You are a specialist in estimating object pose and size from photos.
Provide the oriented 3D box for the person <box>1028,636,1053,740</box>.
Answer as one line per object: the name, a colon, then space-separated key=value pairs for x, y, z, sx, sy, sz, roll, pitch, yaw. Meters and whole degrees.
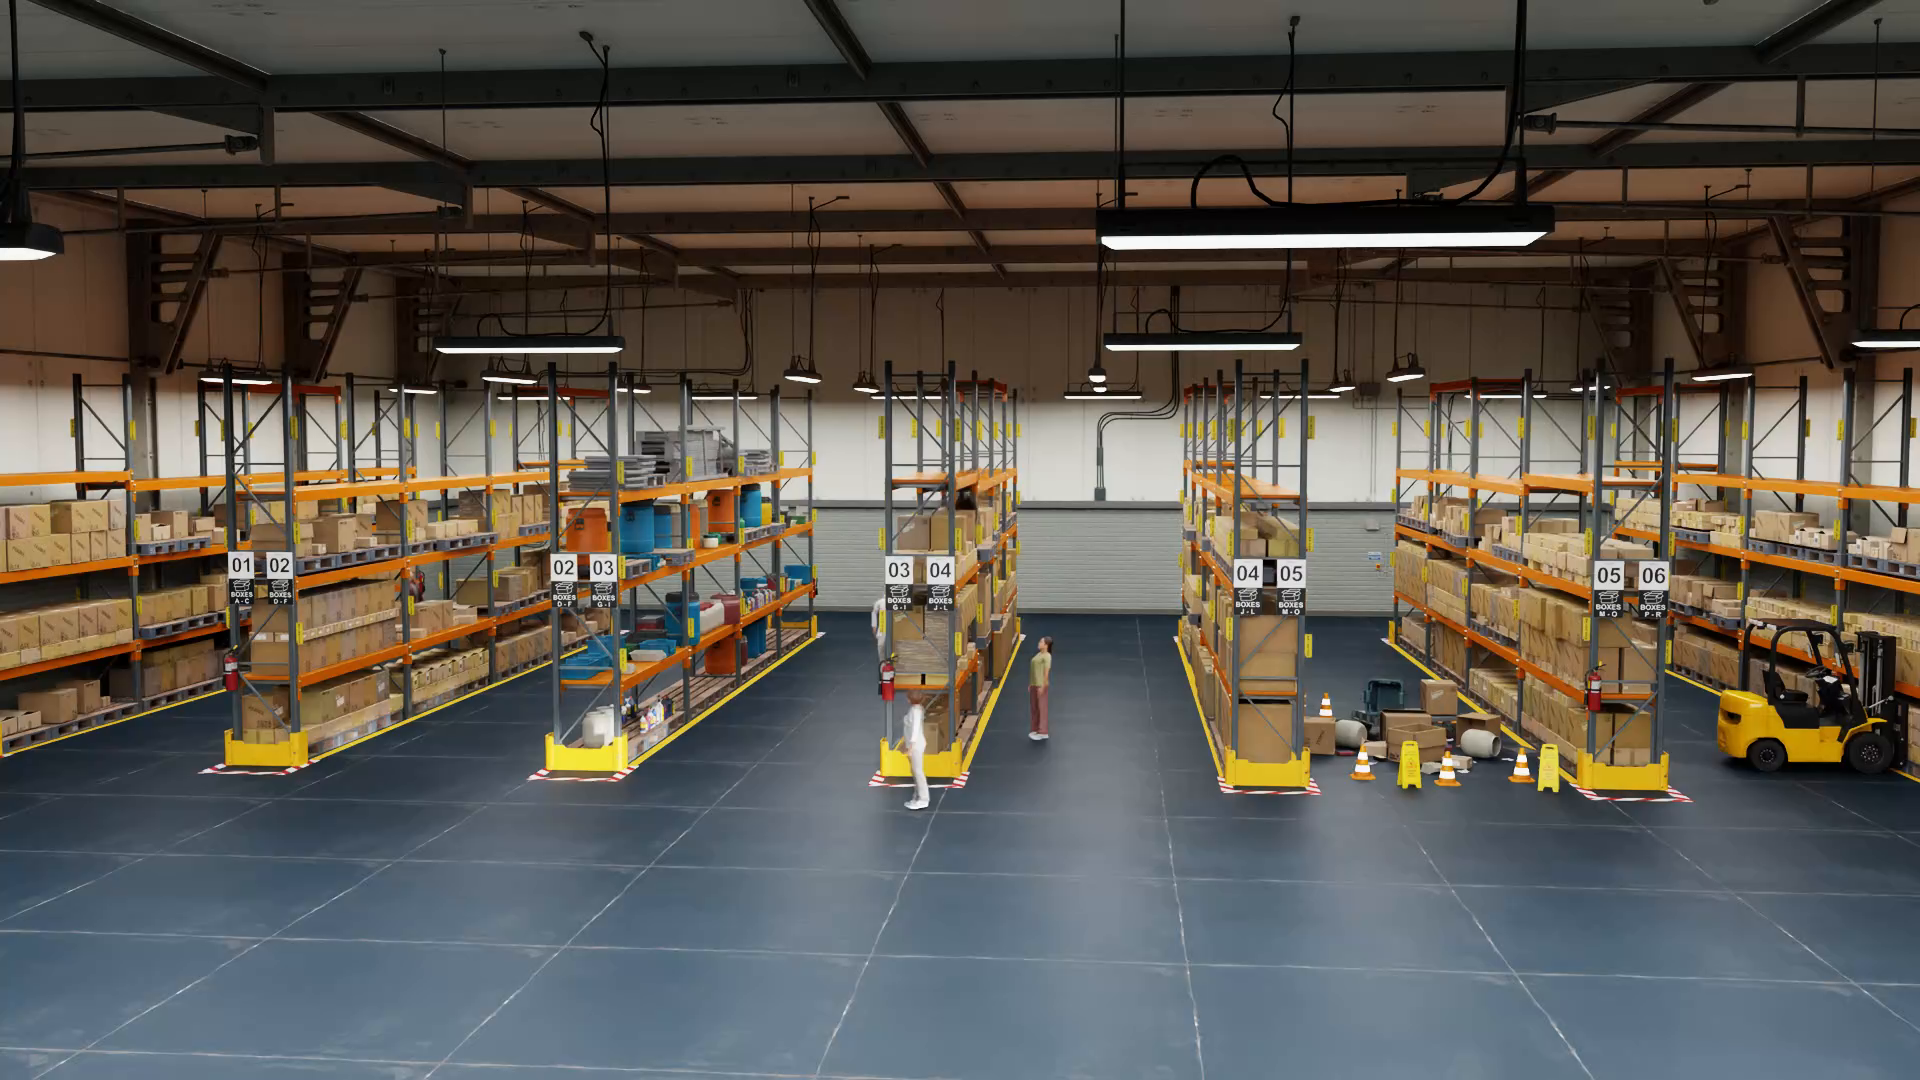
person: x=1.296 y=2.393 z=27.089 sx=0.458 sy=1.660 sz=0.465 roll=-2 pitch=4 yaw=-30

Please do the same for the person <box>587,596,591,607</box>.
person: x=-9.623 y=1.292 z=43.894 sx=0.502 sy=1.685 sz=0.513 roll=1 pitch=4 yaw=16

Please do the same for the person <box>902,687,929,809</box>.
person: x=-0.591 y=2.759 z=22.034 sx=0.351 sy=1.621 sz=0.454 roll=-1 pitch=4 yaw=-8

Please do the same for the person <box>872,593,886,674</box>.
person: x=-1.505 y=1.901 z=34.569 sx=0.701 sy=1.815 sz=0.935 roll=0 pitch=4 yaw=5

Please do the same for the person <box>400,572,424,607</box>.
person: x=-12.497 y=1.640 z=37.939 sx=0.434 sy=1.819 sz=0.598 roll=1 pitch=4 yaw=11
